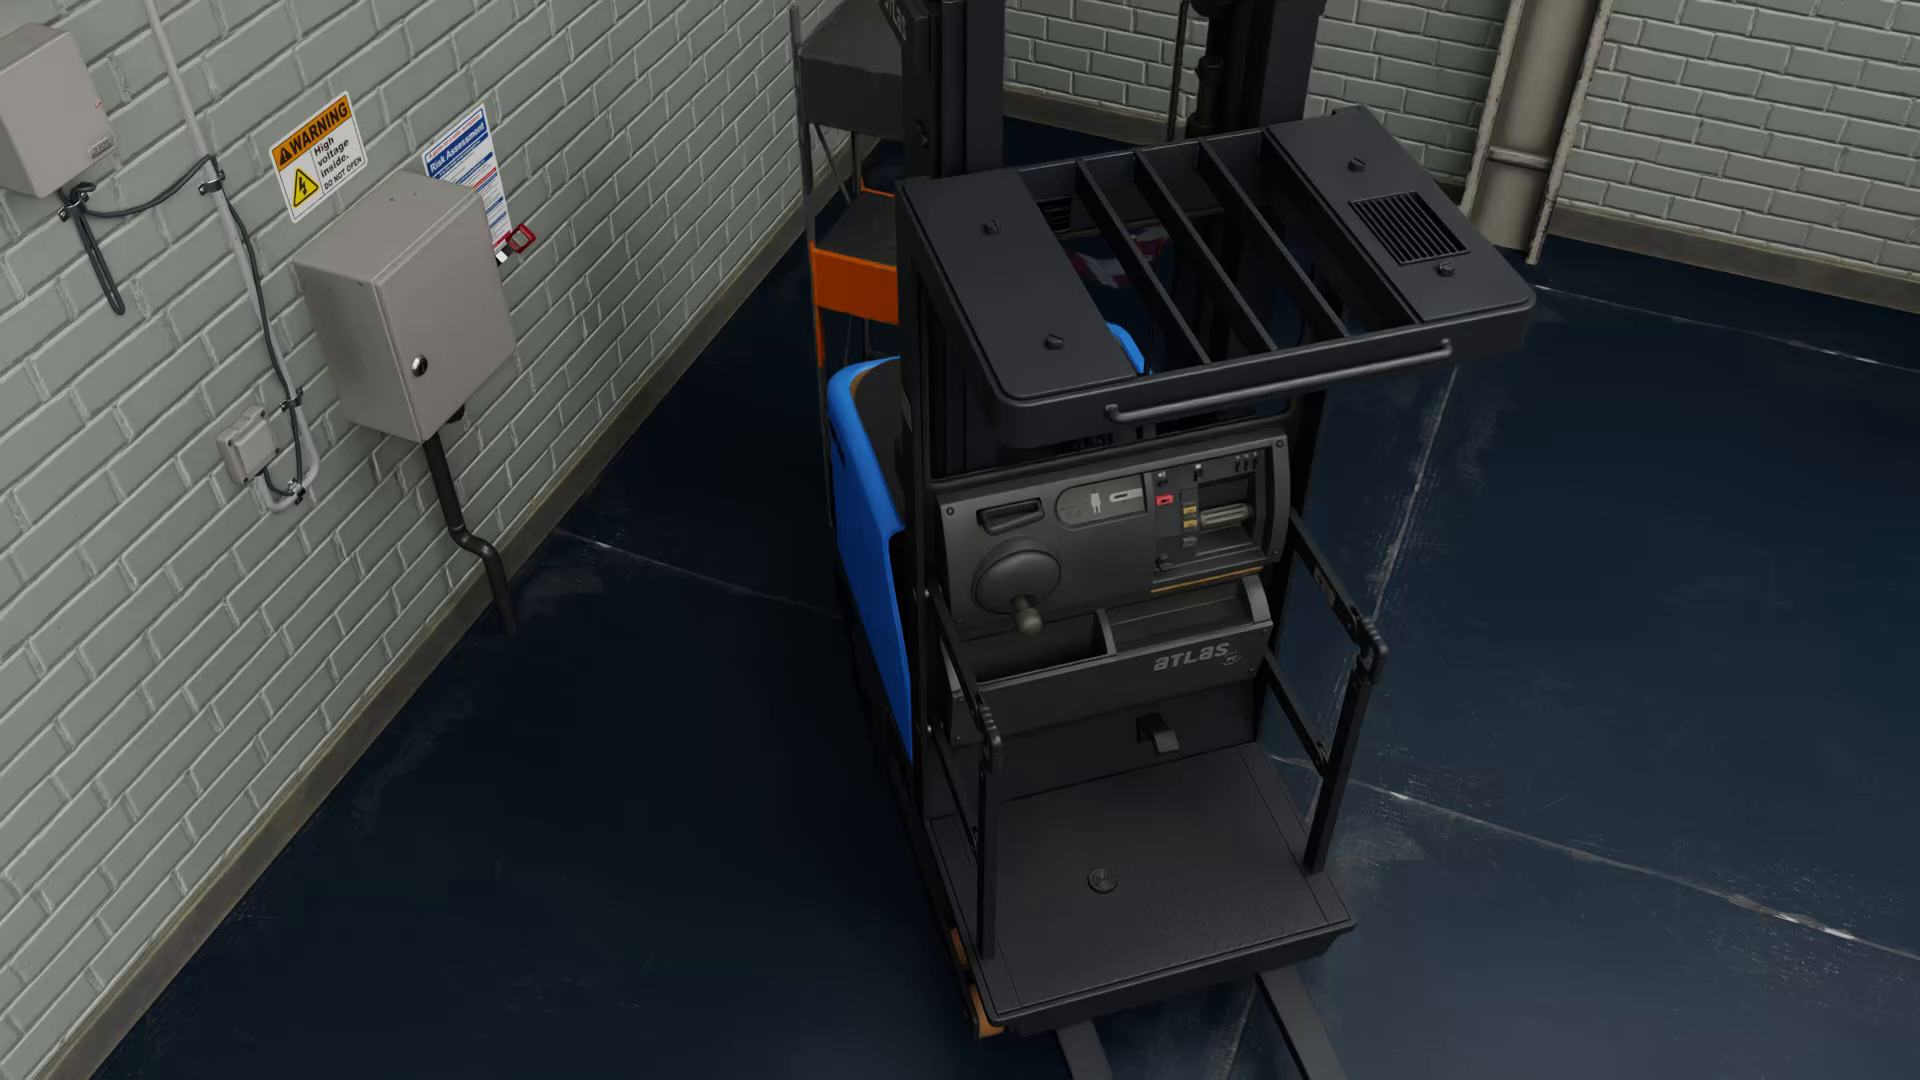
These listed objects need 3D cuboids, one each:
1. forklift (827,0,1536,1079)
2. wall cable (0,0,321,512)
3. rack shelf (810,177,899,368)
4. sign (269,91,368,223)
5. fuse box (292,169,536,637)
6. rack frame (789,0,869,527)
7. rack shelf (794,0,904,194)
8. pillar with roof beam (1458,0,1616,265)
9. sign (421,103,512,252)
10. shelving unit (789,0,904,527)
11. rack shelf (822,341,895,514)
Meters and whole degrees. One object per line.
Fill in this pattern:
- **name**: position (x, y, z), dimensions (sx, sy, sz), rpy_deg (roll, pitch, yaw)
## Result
- **forklift**: position (0.468, 0.075, 4.097), dimensions (1.130, 2.935, 3.031), rpy_deg (-12, 46, -12)
- **wall cable**: position (-1.967, -0.707, 4.114), dimensions (0.122, 1.984, 0.588), rpy_deg (16, 47, 16)
- **rack shelf**: position (-0.189, -0.853, 5.638), dimensions (0.480, 0.518, 0.431), rpy_deg (16, 47, 15)
- **sign**: position (-1.772, -1.061, 4.605), dimensions (0.001, 0.242, 0.339), rpy_deg (16, 47, 16)
- **fuse box**: position (-1.559, -0.292, 5.330), dimensions (0.414, 1.711, 0.539), rpy_deg (16, 47, 16)
- **rack frame**: position (-0.416, -0.926, 5.692), dimensions (0.015, 2.100, 0.400), rpy_deg (16, 47, 15)
- **rack shelf**: position (-0.189, -1.349, 5.144), dimensions (0.480, 0.518, 0.431), rpy_deg (16, 47, 15)
- **pillar with roof beam**: position (0.819, -1.780, 1.659), dimensions (0.400, 9.000, 9.100), rpy_deg (16, 47, 16)
- **sign**: position (-1.560, -1.093, 5.289), dimensions (0.001, 0.494, 0.329), rpy_deg (16, 47, 16)
- **shelving unit**: position (-0.189, -0.862, 5.628), dimensions (0.503, 2.100, 0.431), rpy_deg (16, 47, 15)
- **rack shelf**: position (-0.189, -0.356, 6.131), dimensions (0.480, 0.518, 0.431), rpy_deg (16, 47, 15)
